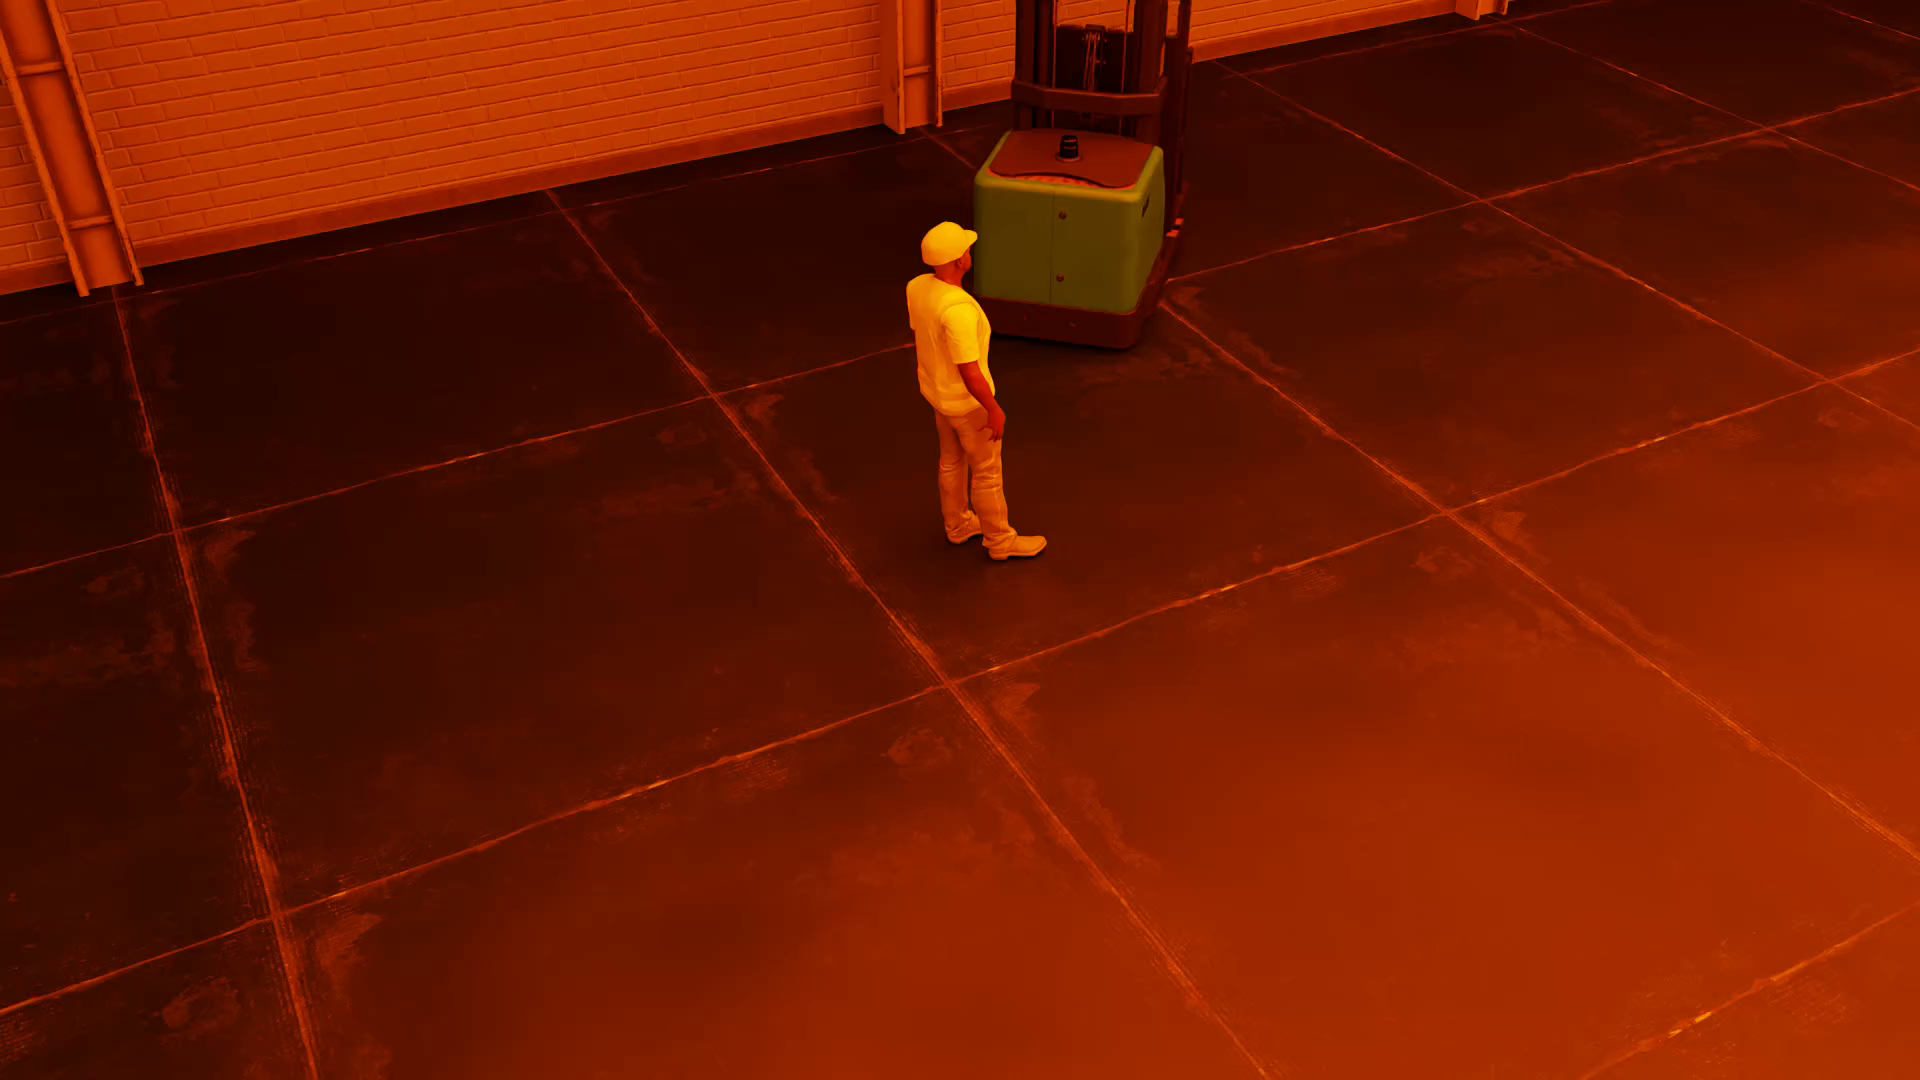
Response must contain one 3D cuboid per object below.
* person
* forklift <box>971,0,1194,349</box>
[{"bbox_3d":[0.064,-0.743,8.172,0.575,1.768,0.666,-17,39,-23],"label":"person"},{"bbox_3d":[0.954,-3.217,10.674,1.130,2.935,3.031,9,36,13],"label":"forklift"}]
